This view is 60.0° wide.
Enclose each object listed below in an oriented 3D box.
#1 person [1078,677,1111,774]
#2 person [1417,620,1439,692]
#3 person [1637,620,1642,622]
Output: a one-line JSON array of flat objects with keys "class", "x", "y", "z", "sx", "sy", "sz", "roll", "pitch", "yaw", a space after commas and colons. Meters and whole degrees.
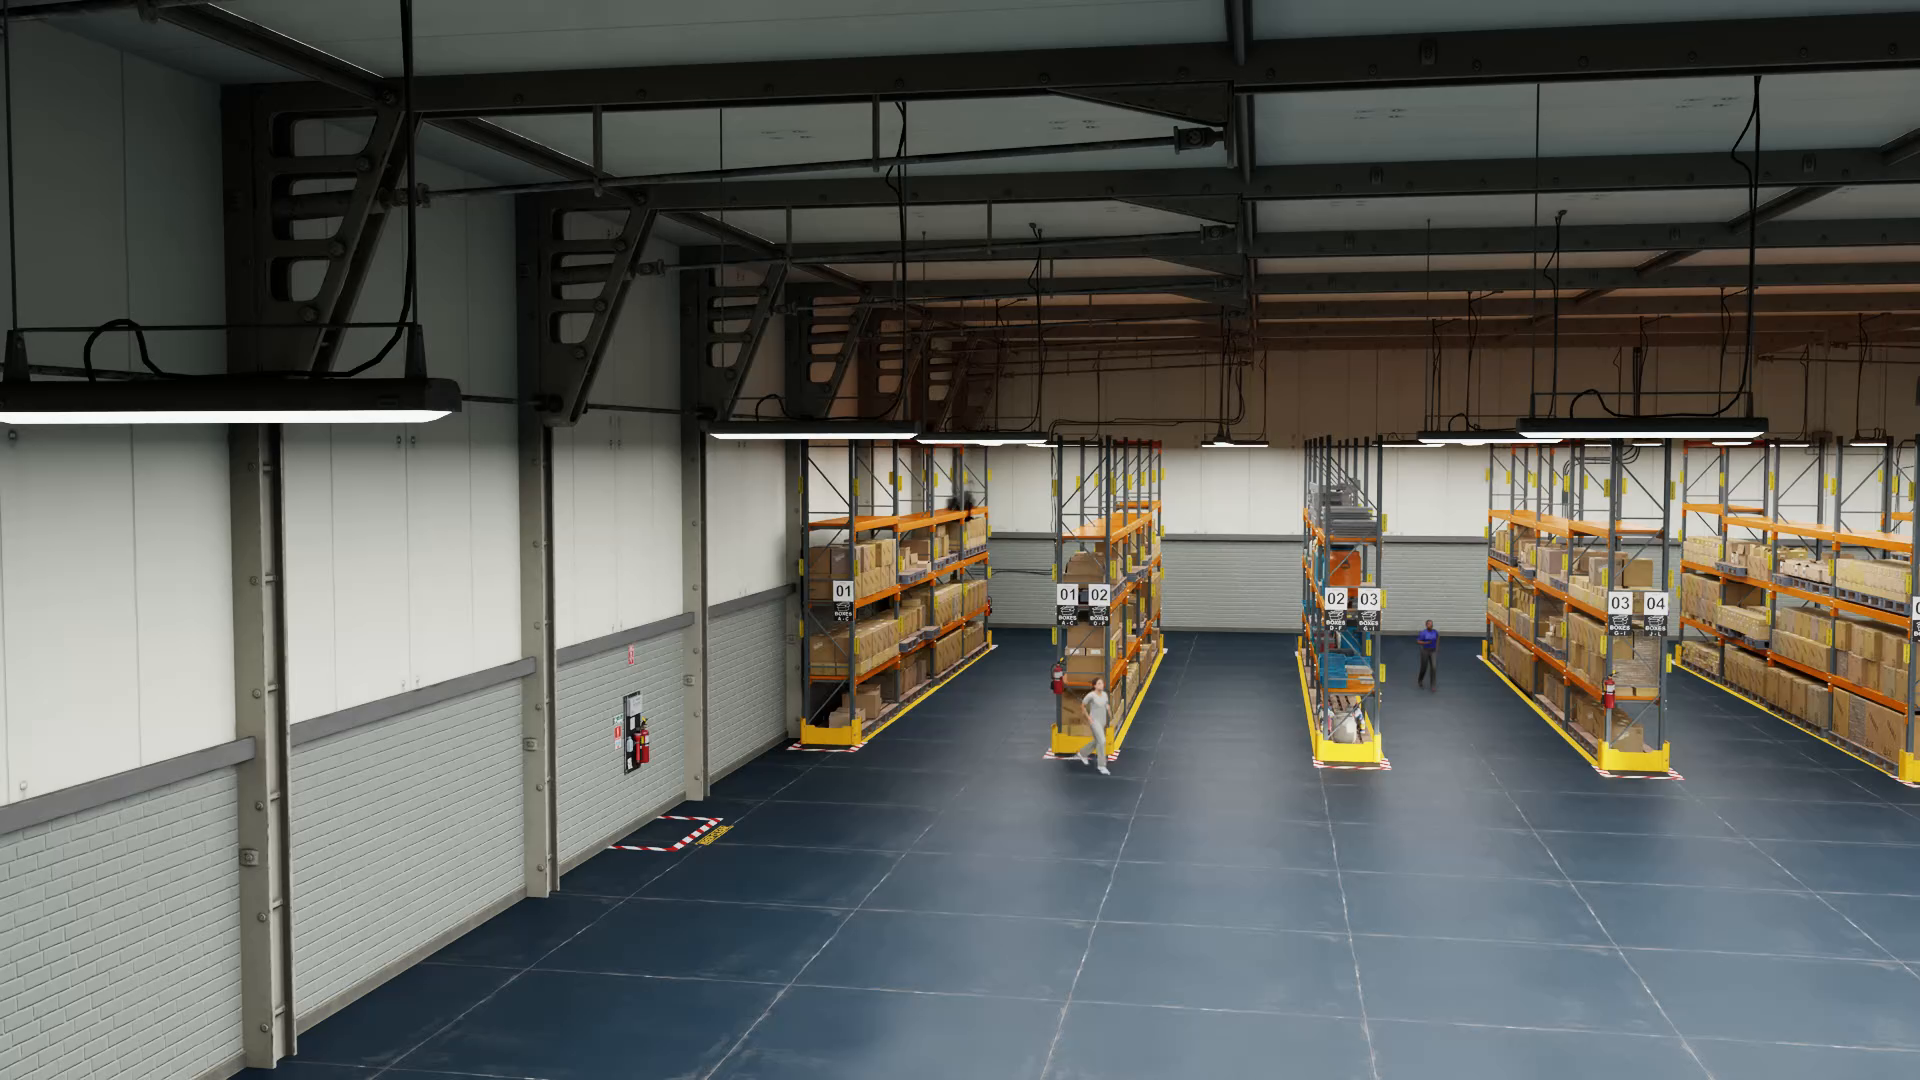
[{"class": "person", "x": 2.410, "y": 3.281, "z": 29.687, "sx": 0.564, "sy": 1.699, "sz": 0.837, "roll": -3, "pitch": 4, "yaw": -40}, {"class": "person", "x": 11.165, "y": 2.733, "z": 39.662, "sx": 0.595, "sy": 1.685, "sz": 0.870, "roll": 0, "pitch": 3, "yaw": -1}, {"class": "person", "x": 17.902, "y": 2.469, "z": 44.230, "sx": 0.695, "sy": 1.820, "sz": 0.729, "roll": 2, "pitch": 4, "yaw": 37}]
